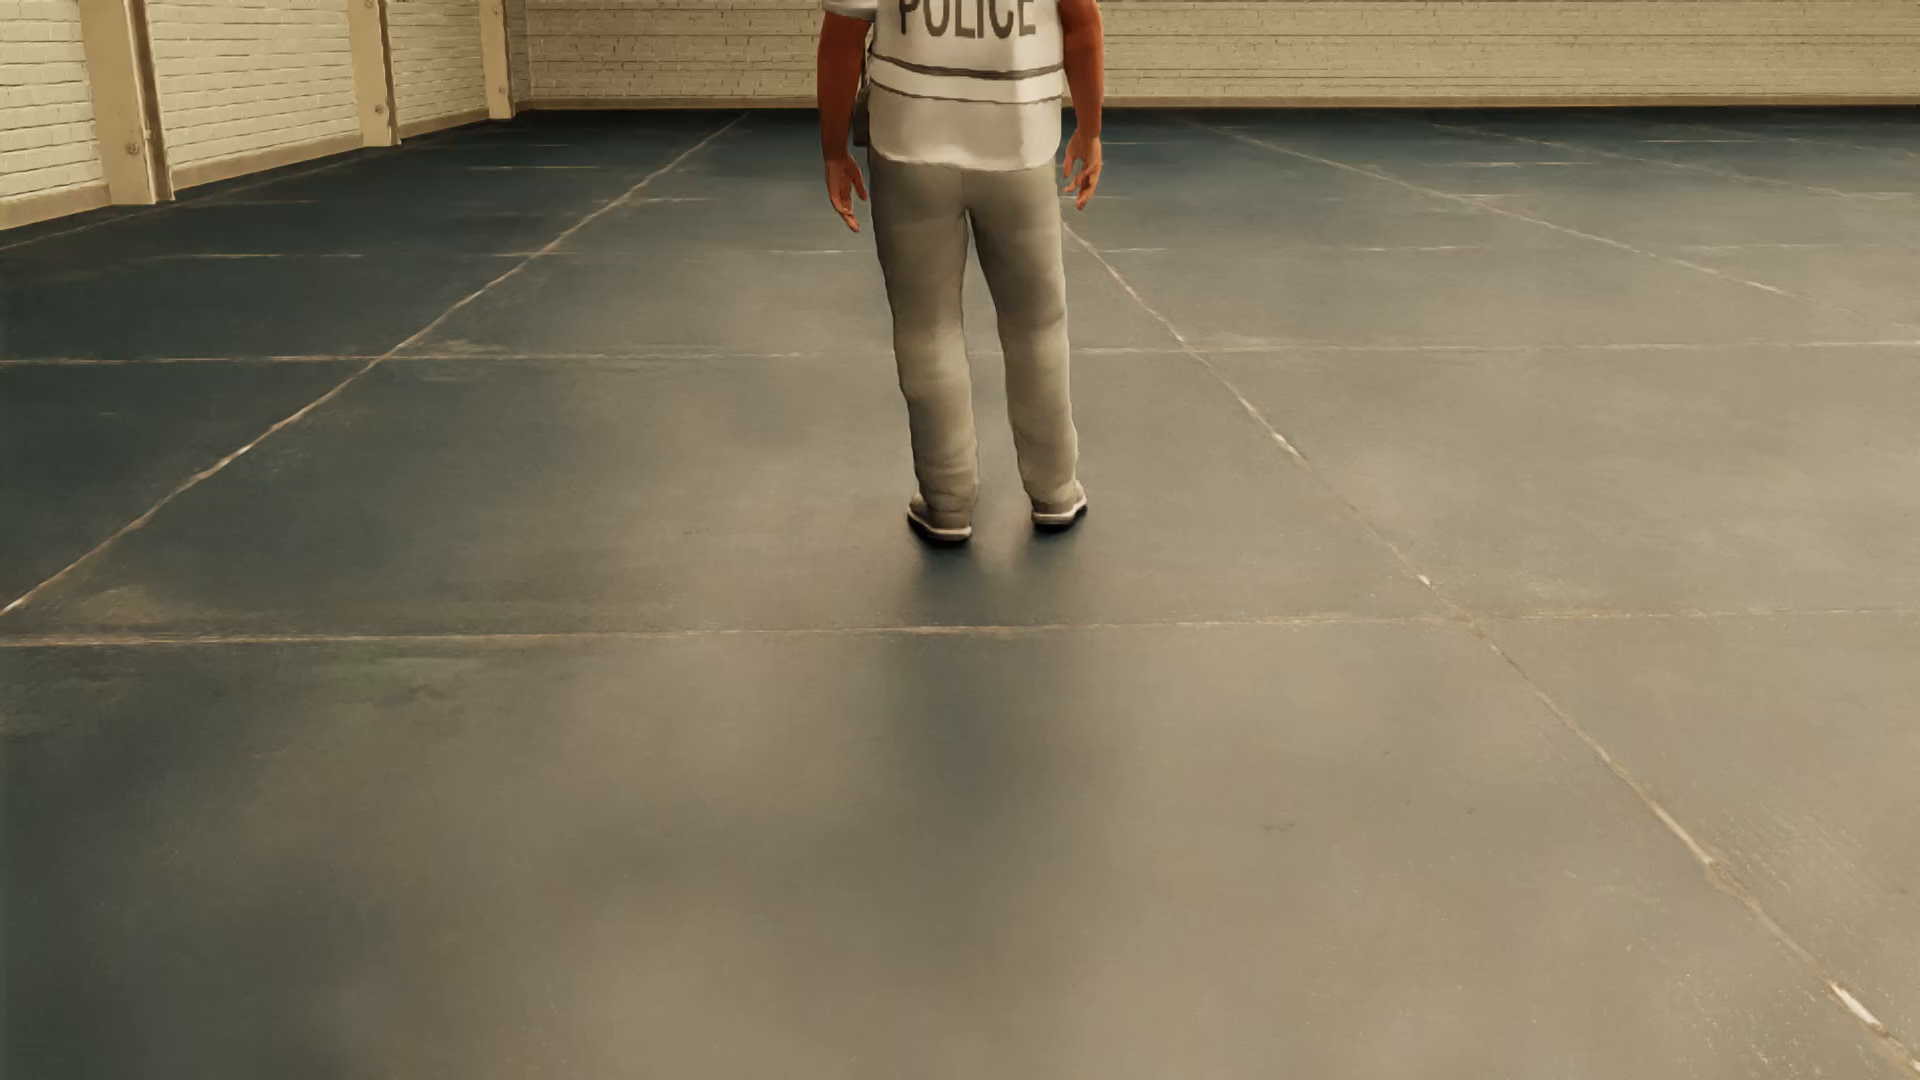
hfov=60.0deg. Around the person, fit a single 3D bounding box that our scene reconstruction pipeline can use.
[{"bbox_3d":[0.008,-0.883,3.730,0.640,1.781,0.574,-1,17,-3],"label":"person"}]
